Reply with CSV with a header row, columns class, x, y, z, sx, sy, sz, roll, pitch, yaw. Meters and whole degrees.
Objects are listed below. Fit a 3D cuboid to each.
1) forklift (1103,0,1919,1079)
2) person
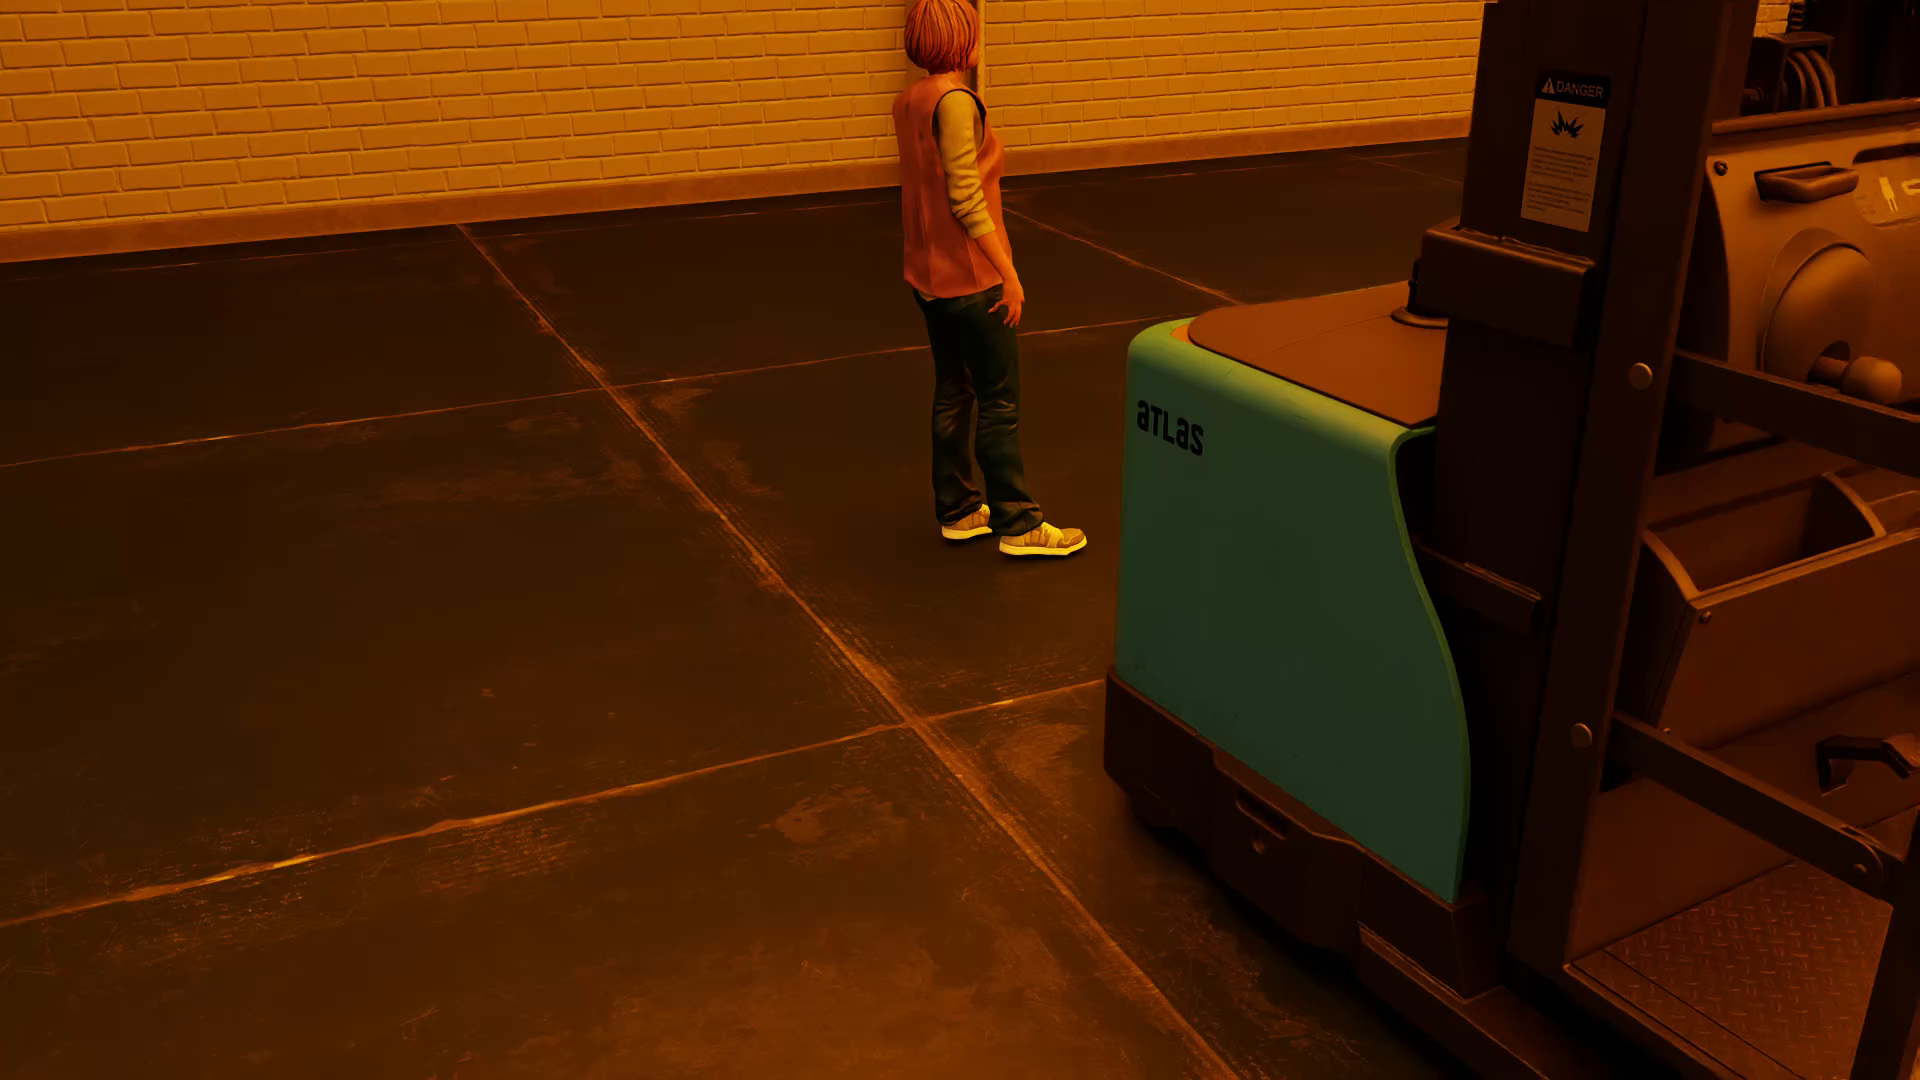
class,x,y,z,sx,sy,sz,roll,pitch,yaw
forklift,1.500,-0.399,2.246,1.130,2.935,3.031,-13,26,-28
person,0.073,-0.751,4.814,0.476,1.597,0.520,-10,25,-23
